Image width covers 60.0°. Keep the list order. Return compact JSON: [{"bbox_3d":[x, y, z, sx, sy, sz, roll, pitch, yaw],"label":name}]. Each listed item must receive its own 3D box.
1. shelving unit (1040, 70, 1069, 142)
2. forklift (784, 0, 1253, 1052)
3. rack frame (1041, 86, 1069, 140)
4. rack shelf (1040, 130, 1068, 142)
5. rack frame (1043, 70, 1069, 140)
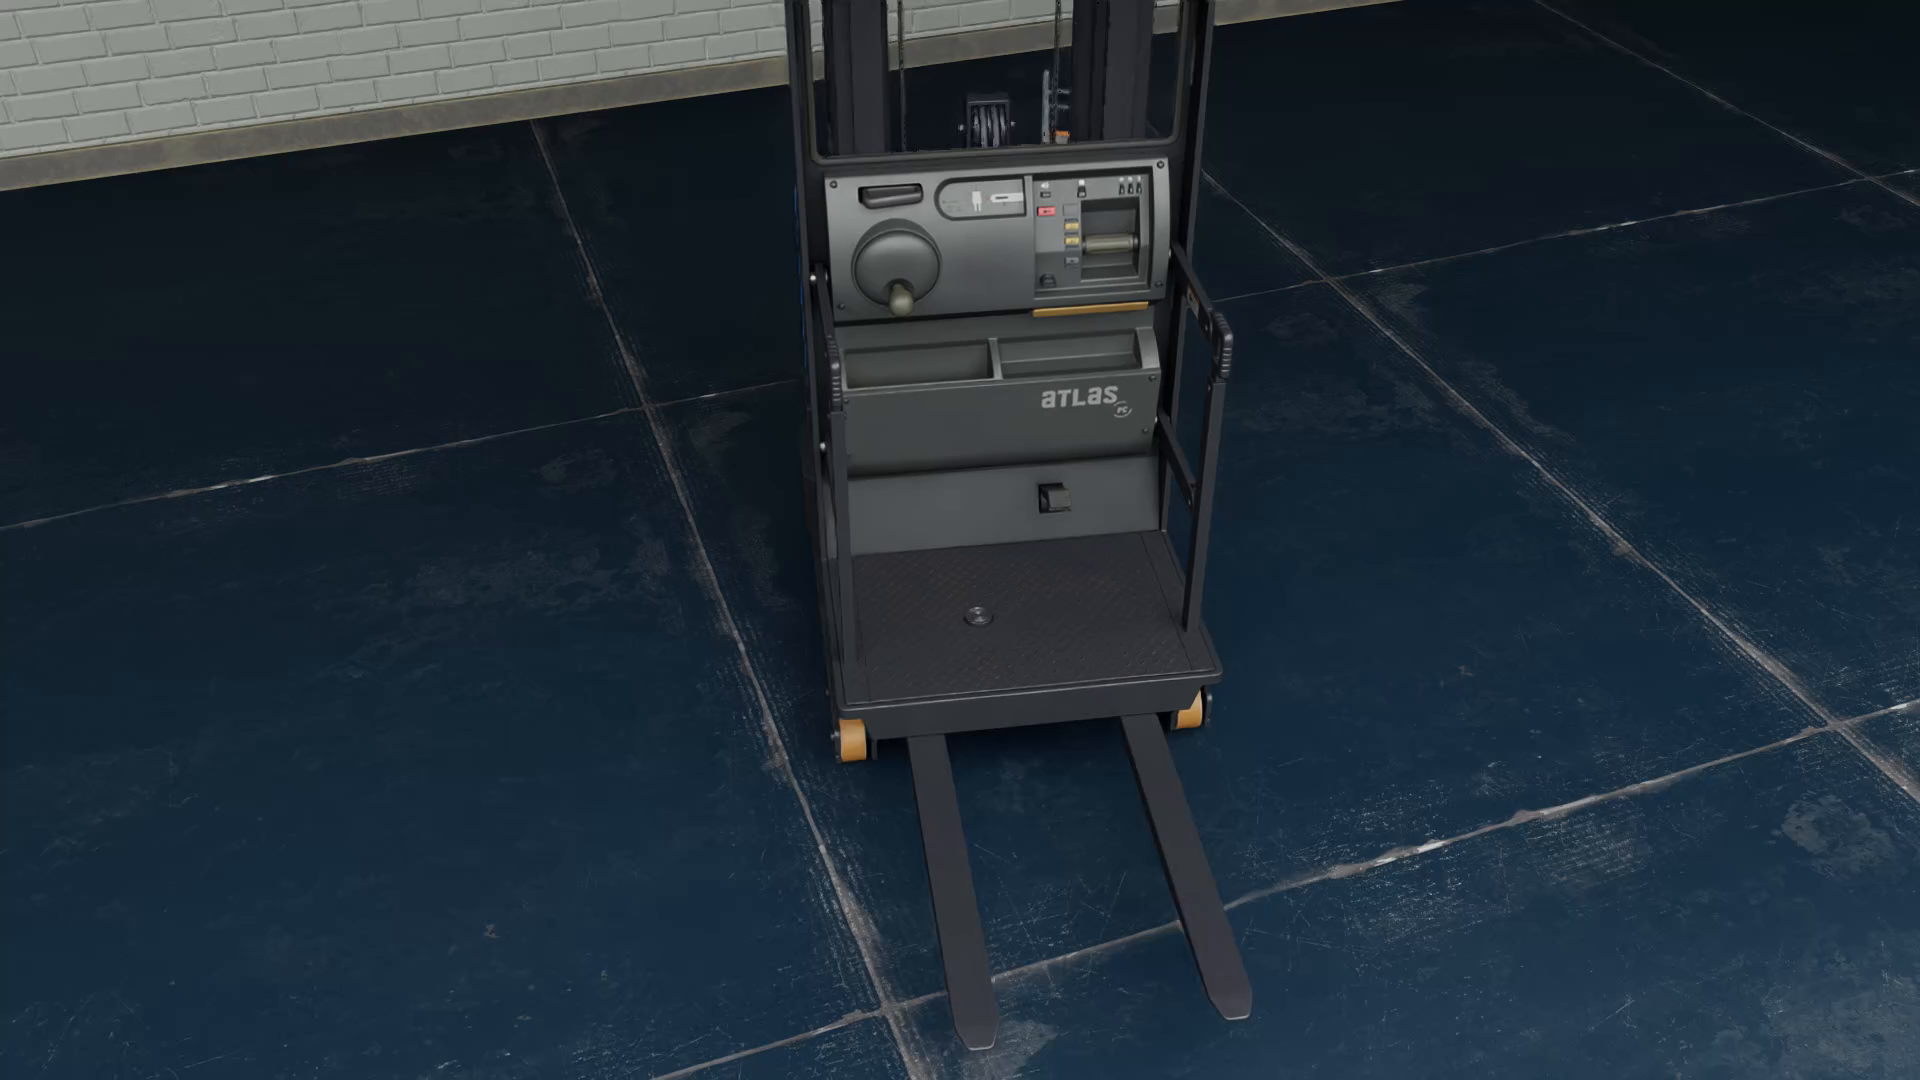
[{"bbox_3d":[0.437,-1.217,6.505,0.258,1.200,0.189,1,-4,1],"label":"shelving unit"},{"bbox_3d":[0.139,-0.749,4.308,1.130,2.935,3.031,-5,37,-6],"label":"forklift"},{"bbox_3d":[0.439,-1.210,6.597,0.240,1.200,0.006,1,-4,1],"label":"rack frame"},{"bbox_3d":[0.441,-1.532,6.527,0.258,0.103,0.180,1,-4,1],"label":"rack shelf"},{"bbox_3d":[0.436,-1.223,6.414,0.240,1.200,0.006,1,-4,1],"label":"rack frame"}]
